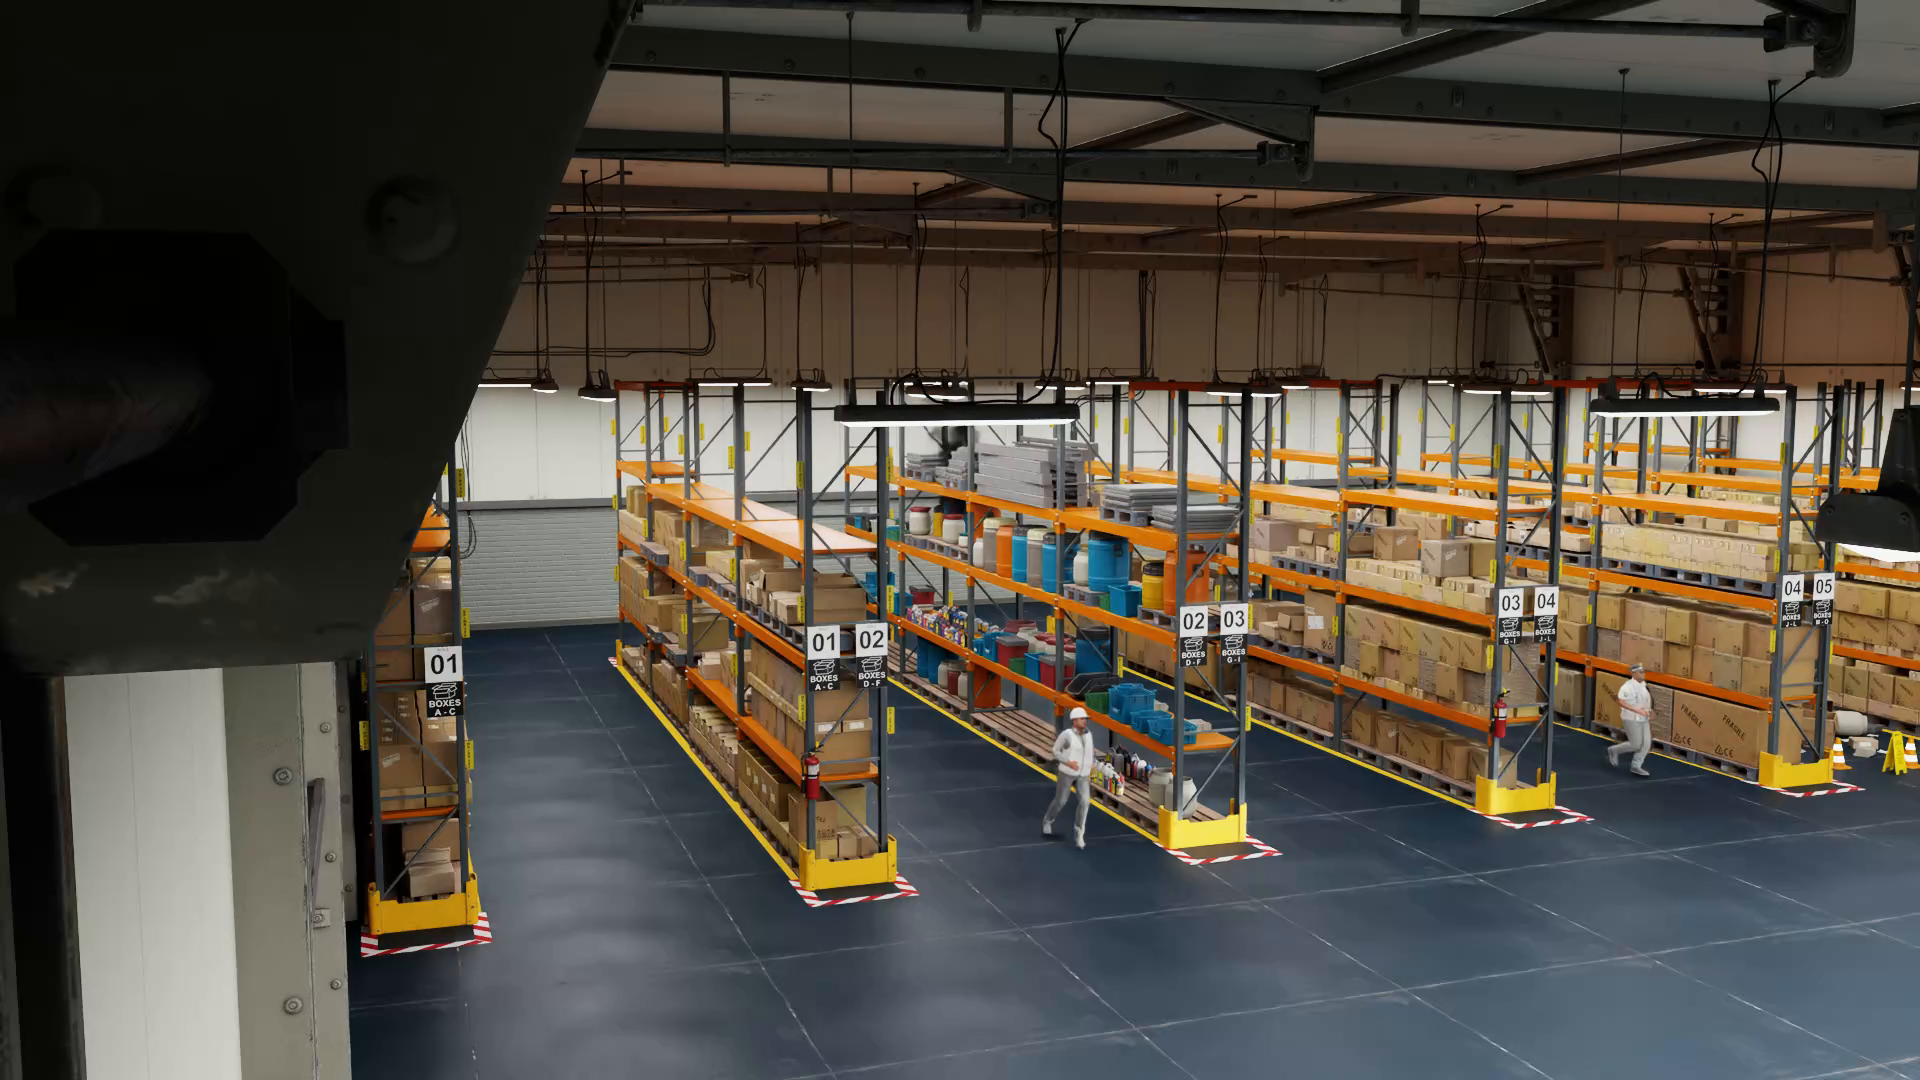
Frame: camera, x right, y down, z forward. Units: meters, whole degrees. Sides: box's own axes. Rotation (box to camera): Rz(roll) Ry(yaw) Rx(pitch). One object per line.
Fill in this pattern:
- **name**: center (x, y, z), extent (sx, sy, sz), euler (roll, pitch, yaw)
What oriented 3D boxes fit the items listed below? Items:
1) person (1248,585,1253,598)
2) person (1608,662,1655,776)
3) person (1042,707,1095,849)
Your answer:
- **person**: center (6.358, 1.550, 37.695), extent (0.557, 1.644, 0.662), euler (-2, 6, -16)
- **person**: center (10.424, 2.744, 25.741), extent (0.664, 1.742, 0.678), euler (-5, 8, -37)
- **person**: center (1.541, 3.125, 22.139), extent (0.727, 1.785, 0.845), euler (-3, 7, -24)
